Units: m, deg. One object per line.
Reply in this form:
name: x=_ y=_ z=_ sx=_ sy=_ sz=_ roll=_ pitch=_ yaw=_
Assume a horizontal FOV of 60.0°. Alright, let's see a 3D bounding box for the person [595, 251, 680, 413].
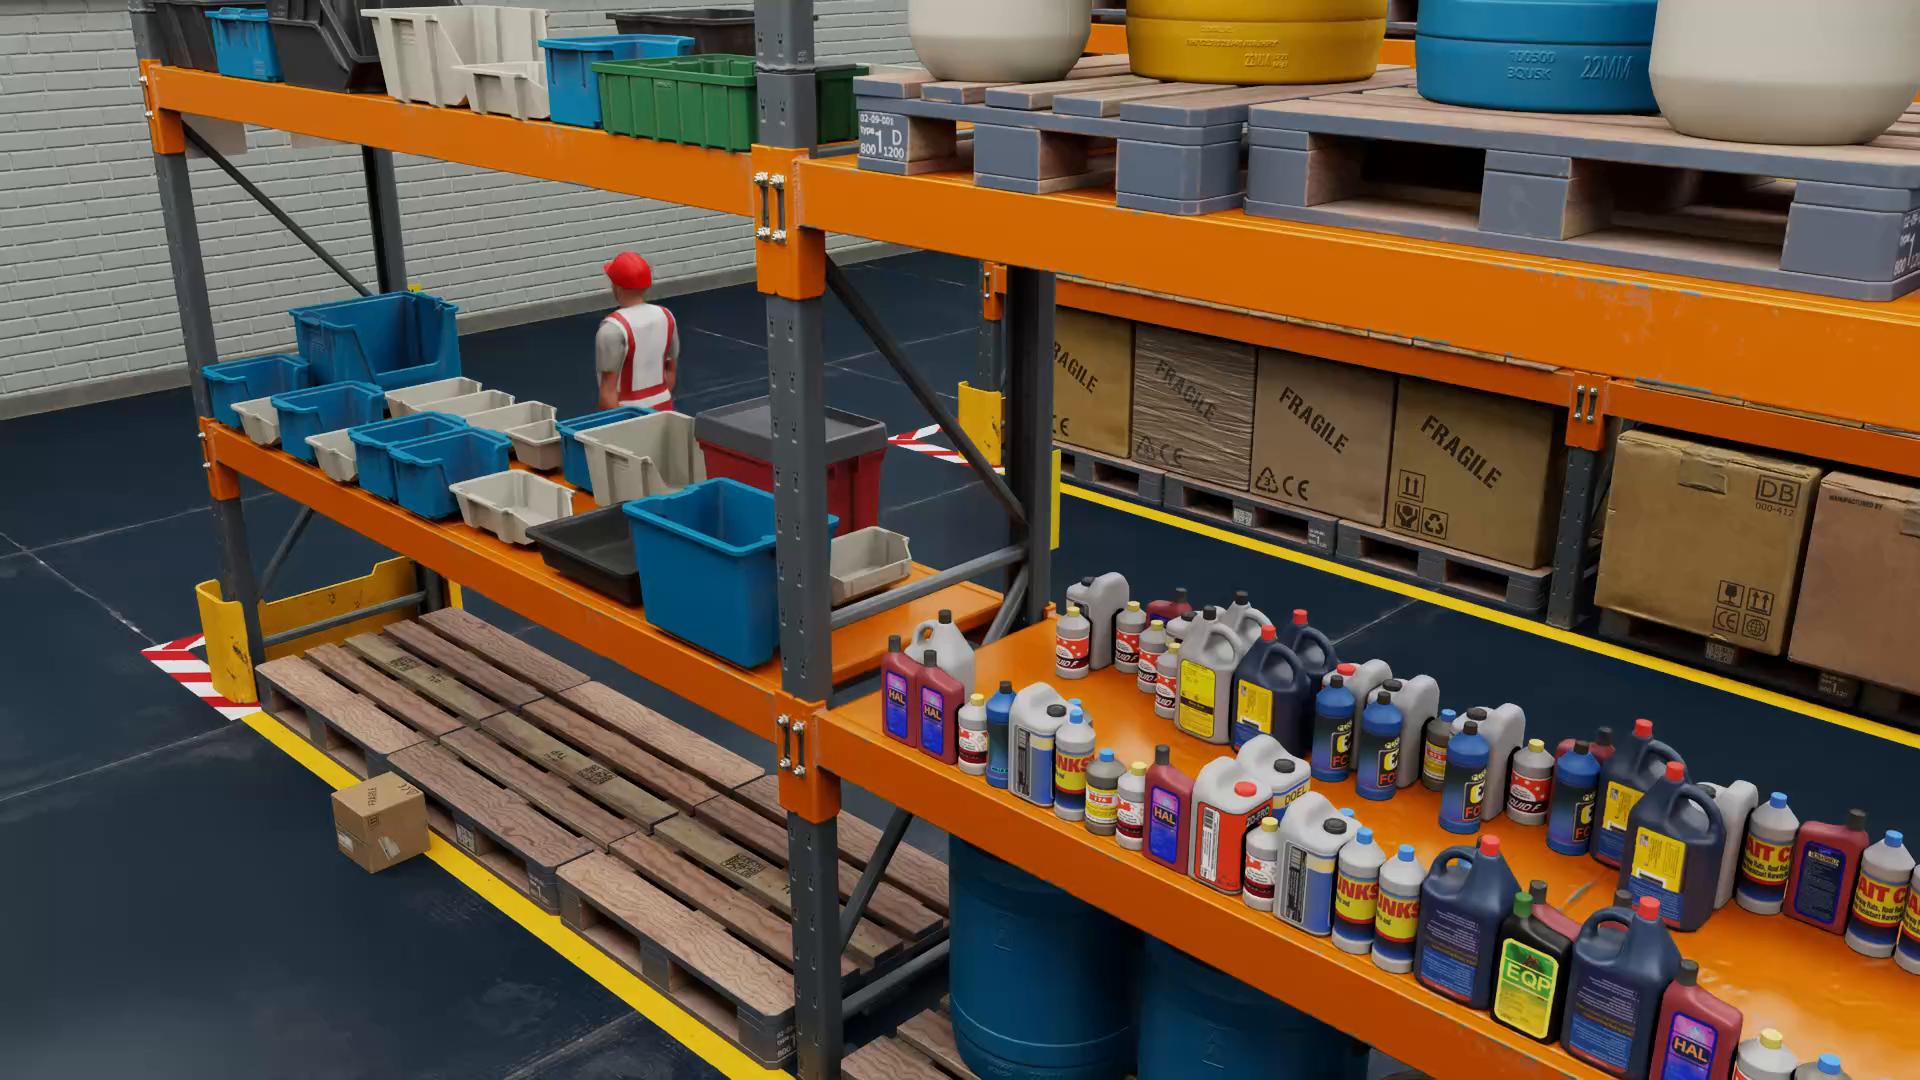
person: x=-1.719 y=-0.588 z=8.619 sx=0.504 sy=1.834 sz=0.598 roll=16 pitch=26 yaw=37
